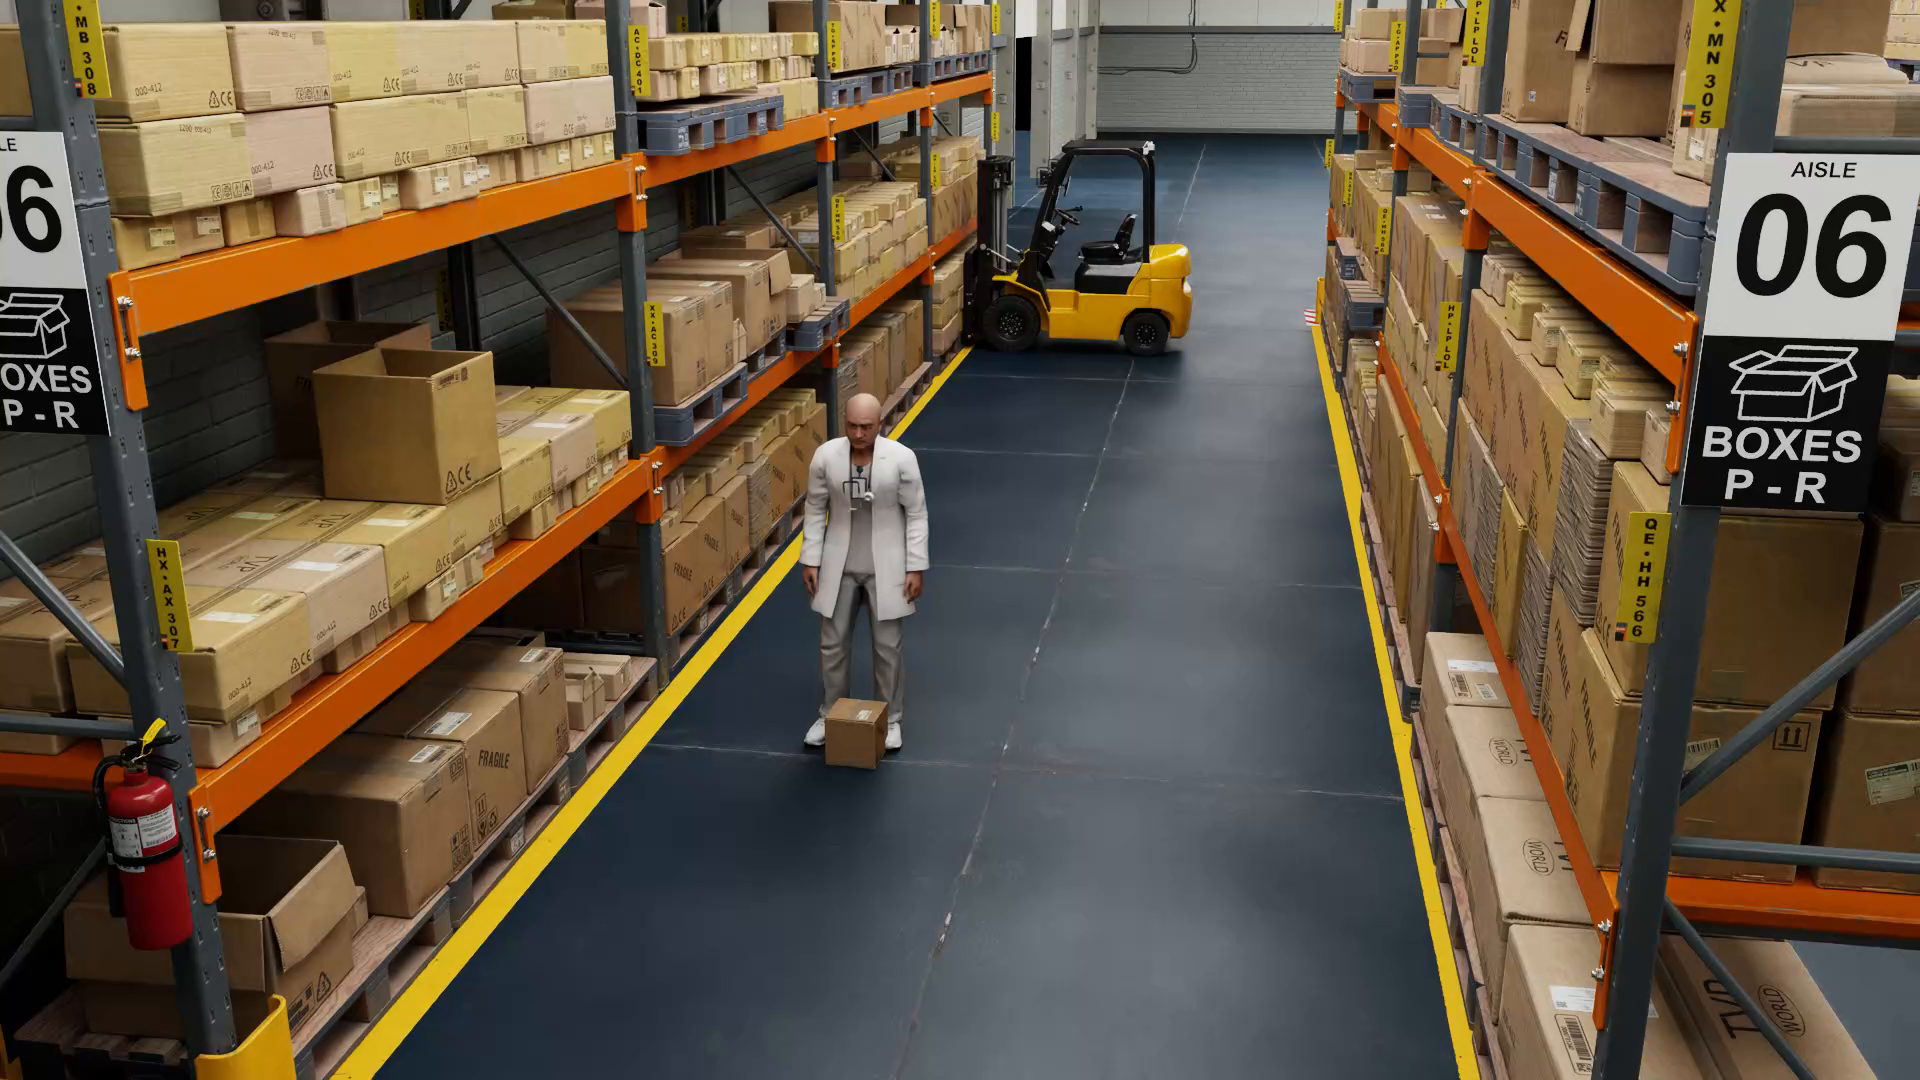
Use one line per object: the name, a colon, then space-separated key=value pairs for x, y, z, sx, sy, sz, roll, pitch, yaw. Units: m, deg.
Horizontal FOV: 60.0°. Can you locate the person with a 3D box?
person: x=-0.469 y=0.143 z=8.127 sx=0.646 sy=1.774 sz=0.418 roll=3 pitch=18 yaw=8
